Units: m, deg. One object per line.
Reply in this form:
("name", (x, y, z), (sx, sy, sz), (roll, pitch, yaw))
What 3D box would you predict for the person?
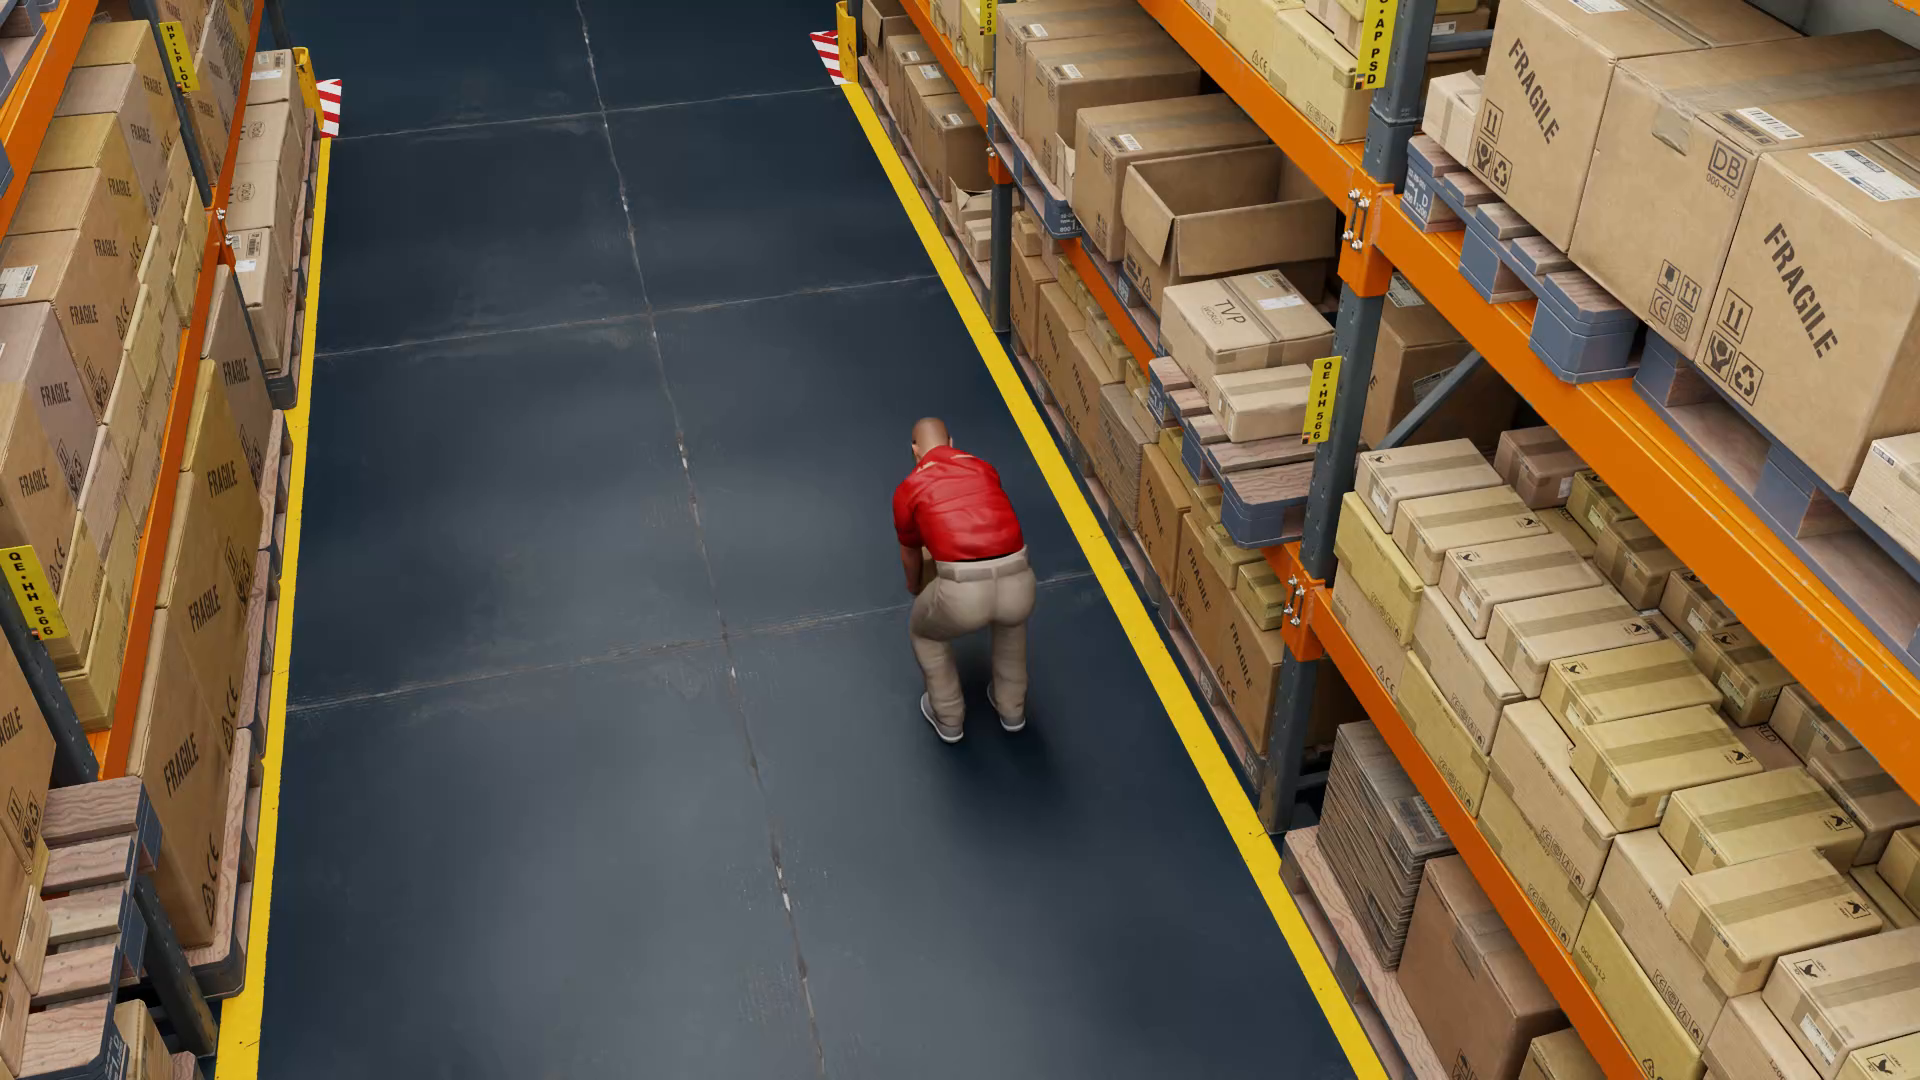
("person", (0.007, 0.182, 6.952), (0.517, 1.170, 0.931), (-11, 39, -14))
